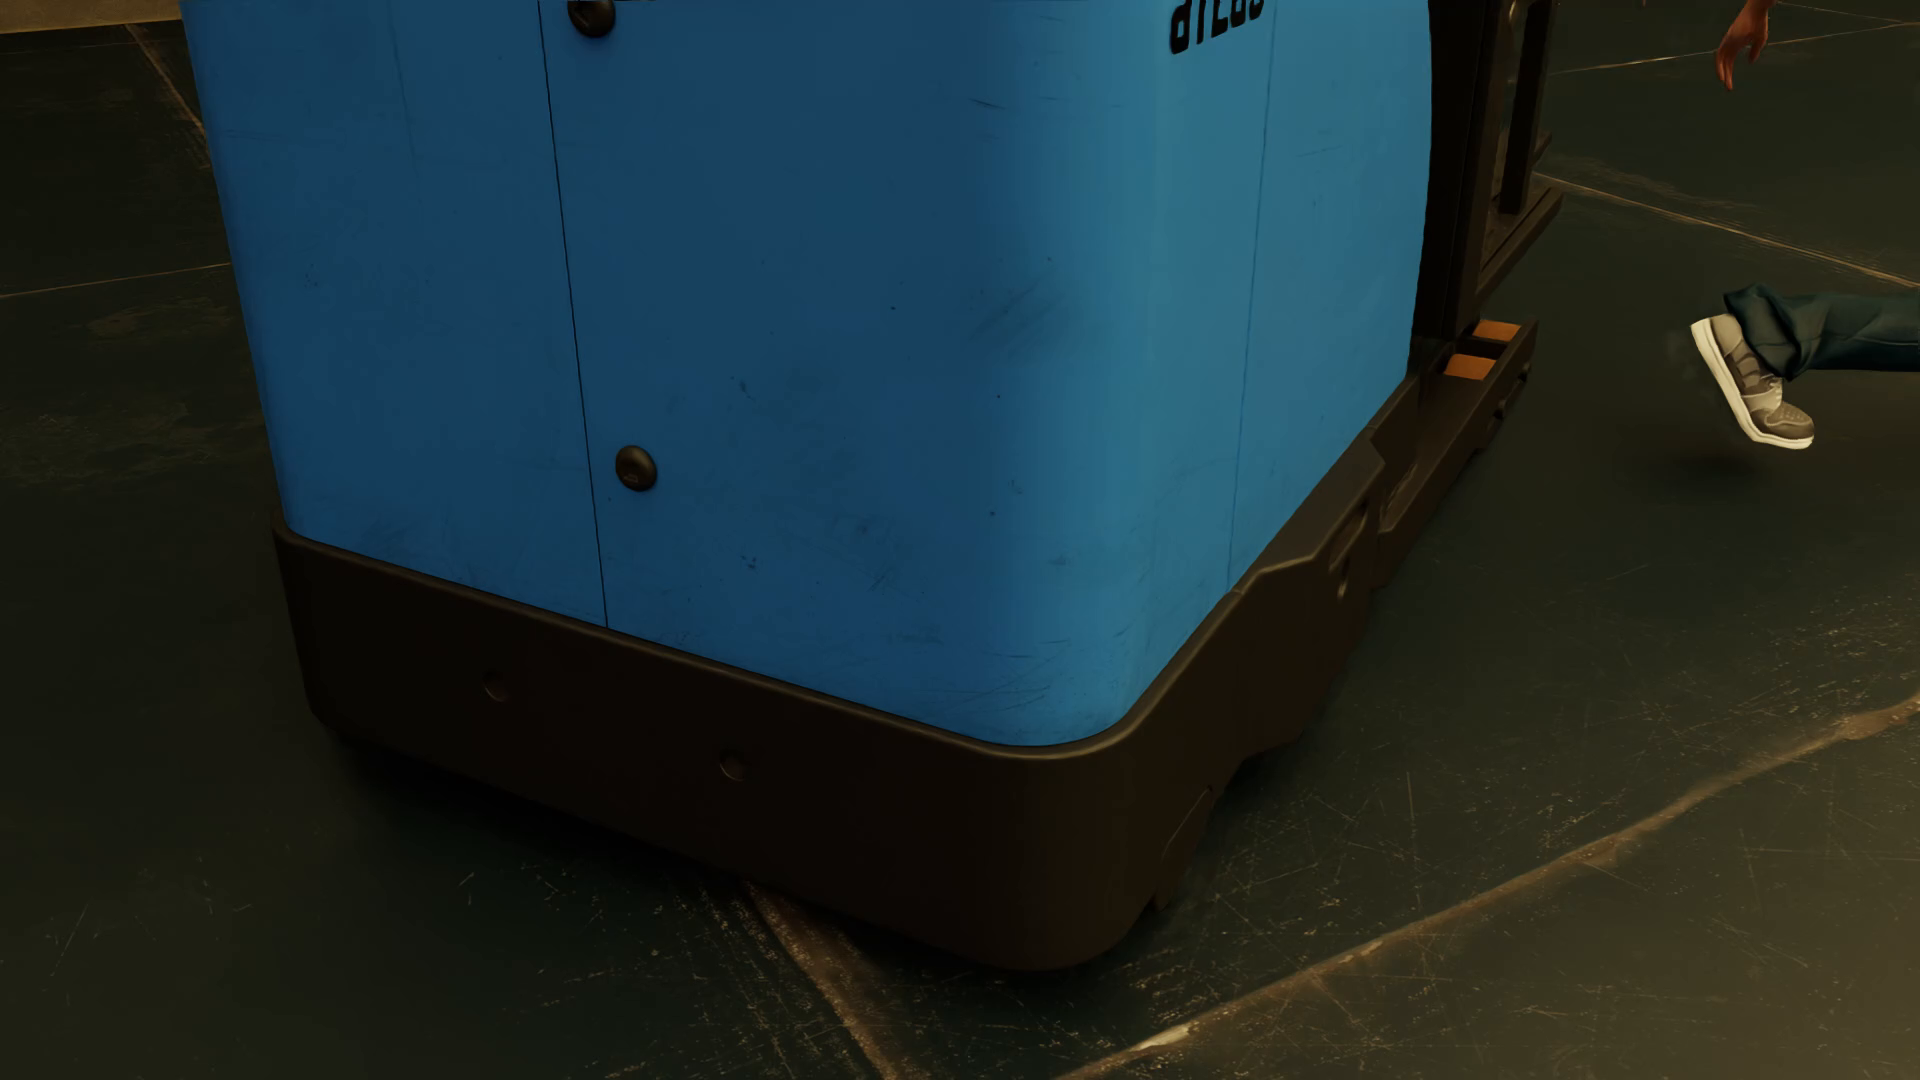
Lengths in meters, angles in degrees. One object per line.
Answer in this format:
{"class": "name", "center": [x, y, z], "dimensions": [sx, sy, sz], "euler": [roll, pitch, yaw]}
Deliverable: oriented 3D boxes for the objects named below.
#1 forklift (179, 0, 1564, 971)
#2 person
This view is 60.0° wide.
{"class": "forklift", "center": [0.367, -1.539, 2.294], "dimensions": [1.130, 2.935, 3.031], "euler": [14, 30, 25]}
{"class": "person", "center": [1.607, -0.740, 2.528], "dimensions": [0.867, 1.377, 0.632], "euler": [-5, 27, -10]}
